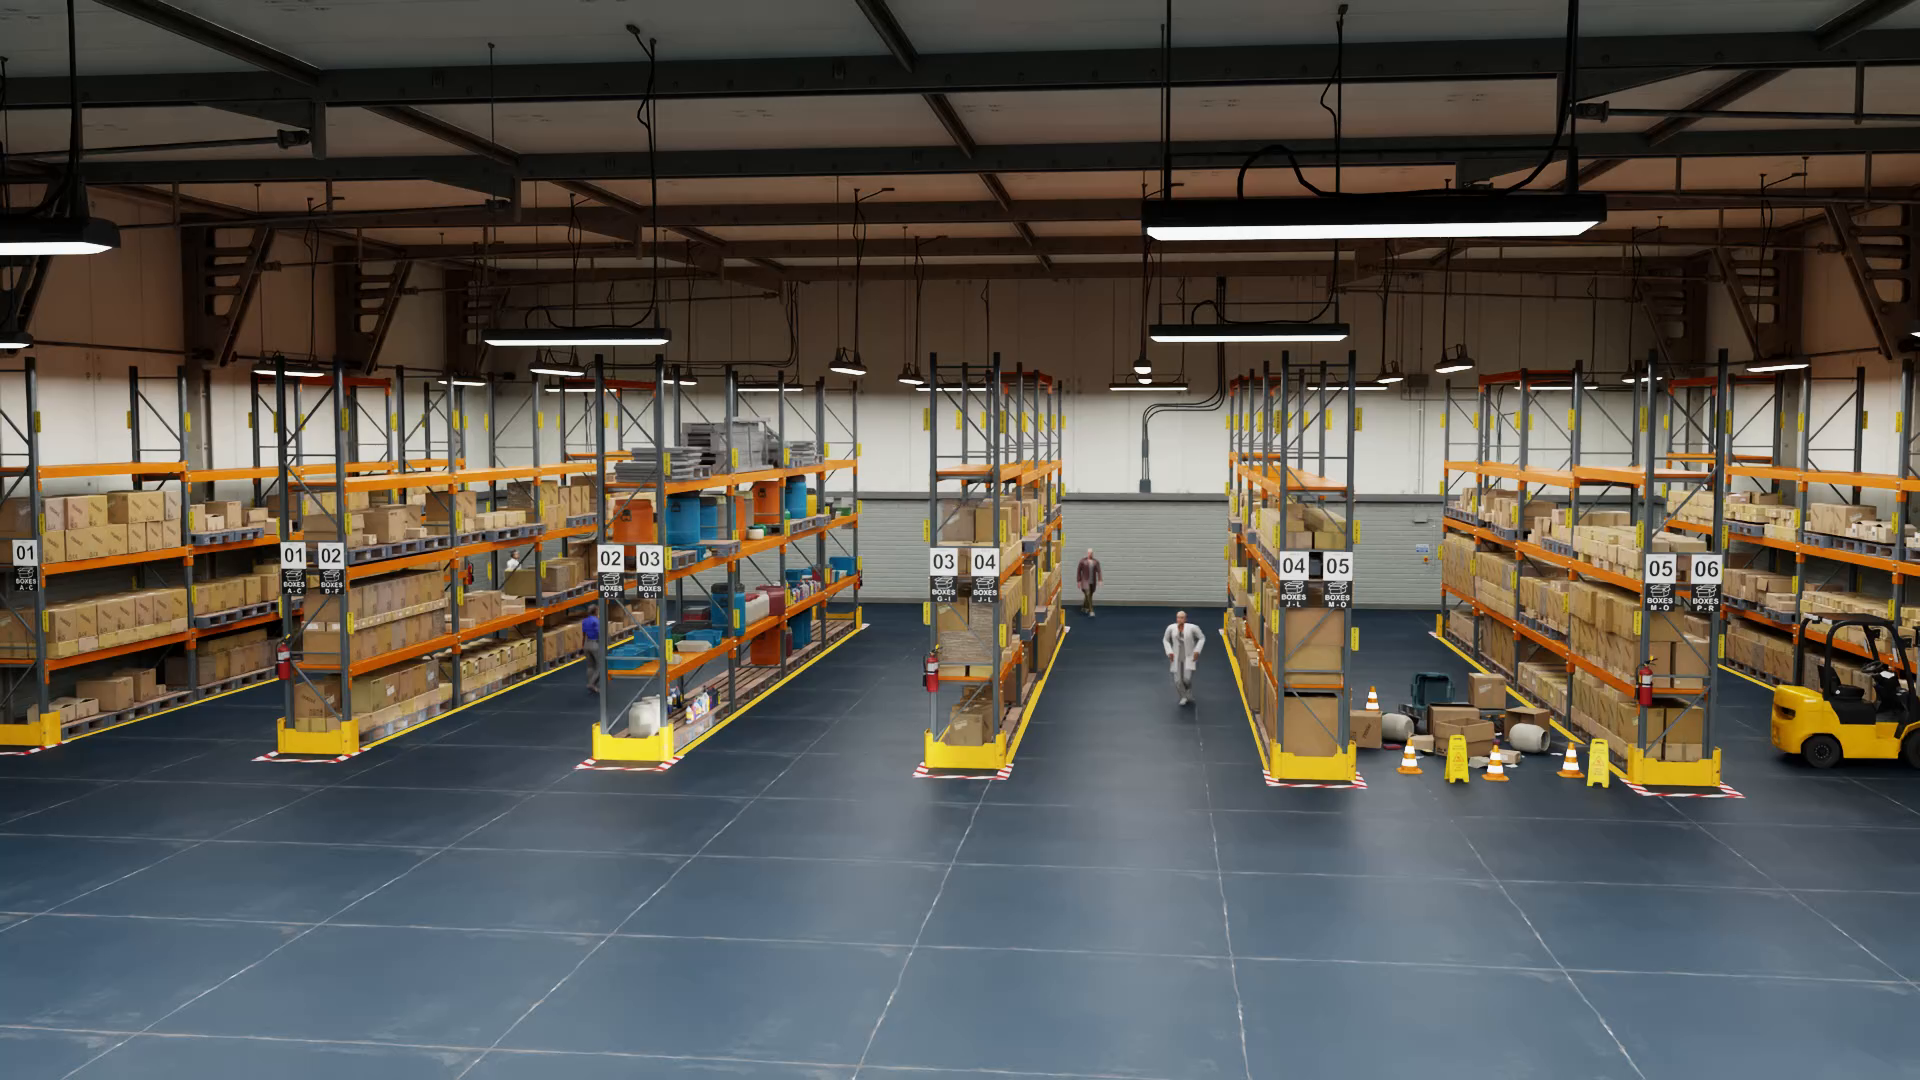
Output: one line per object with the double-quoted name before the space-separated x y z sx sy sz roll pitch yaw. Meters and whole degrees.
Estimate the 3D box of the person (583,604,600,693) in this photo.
"person" -6.789 2.011 30.670 0.497 1.658 0.463 3 5 35

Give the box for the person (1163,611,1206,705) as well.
"person" 3.970 2.086 29.451 0.751 1.688 0.644 1 4 16

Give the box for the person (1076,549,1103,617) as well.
"person" 3.349 1.076 42.916 0.586 1.707 1.164 -2 4 -21

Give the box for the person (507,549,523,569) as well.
"person" -11.628 1.076 43.502 0.376 1.690 0.507 1 4 7
